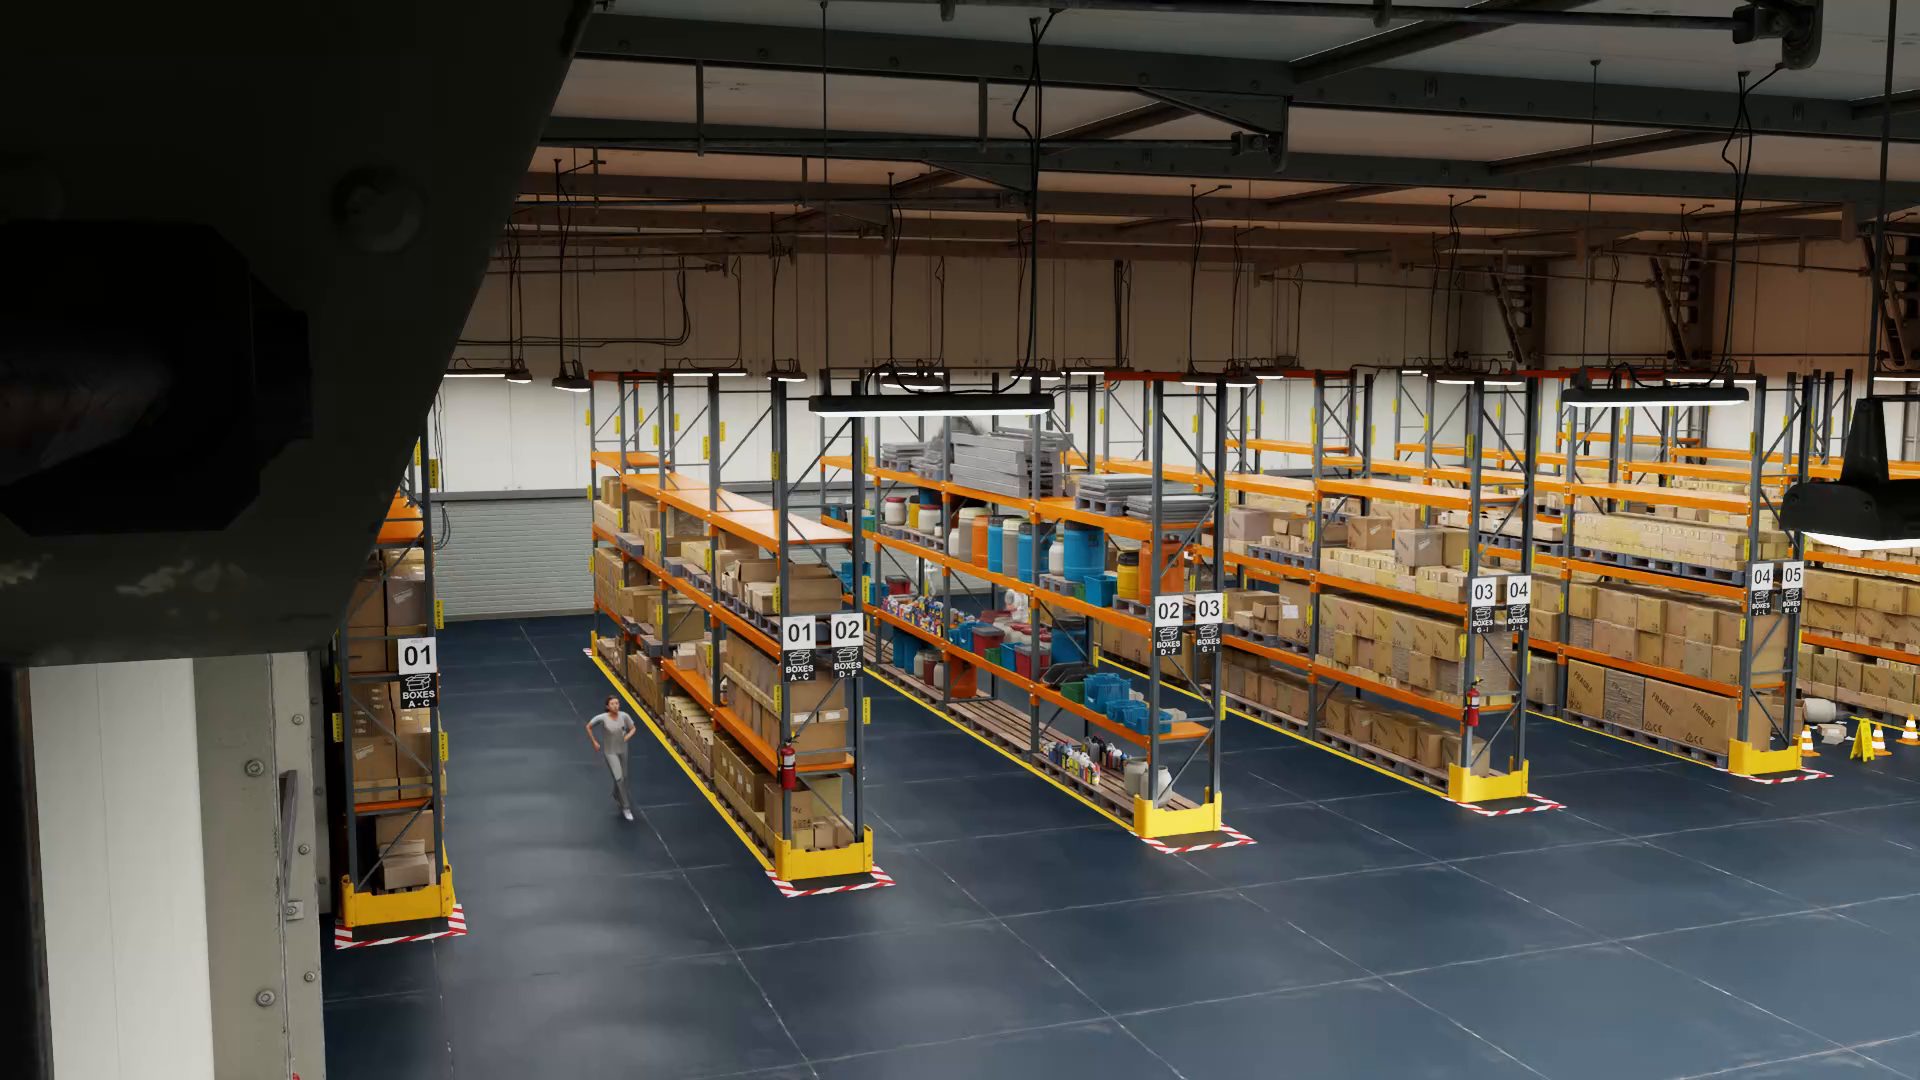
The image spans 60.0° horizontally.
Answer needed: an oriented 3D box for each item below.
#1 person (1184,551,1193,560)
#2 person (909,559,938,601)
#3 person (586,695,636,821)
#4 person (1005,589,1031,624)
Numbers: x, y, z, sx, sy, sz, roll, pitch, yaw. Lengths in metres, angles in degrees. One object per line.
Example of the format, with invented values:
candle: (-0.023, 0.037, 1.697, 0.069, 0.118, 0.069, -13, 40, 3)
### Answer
person: (5.603, 0.943, 40.641, 0.667, 1.841, 0.700, 2, 7, 14)
person: (-0.941, 0.979, 40.472, 0.881, 1.739, 0.629, 2, 7, 16)
person: (-4.763, 2.965, 22.854, 0.649, 1.689, 0.795, -4, 8, -32)
person: (1.142, 1.591, 32.159, 0.649, 1.885, 0.809, -3, 7, -28)
